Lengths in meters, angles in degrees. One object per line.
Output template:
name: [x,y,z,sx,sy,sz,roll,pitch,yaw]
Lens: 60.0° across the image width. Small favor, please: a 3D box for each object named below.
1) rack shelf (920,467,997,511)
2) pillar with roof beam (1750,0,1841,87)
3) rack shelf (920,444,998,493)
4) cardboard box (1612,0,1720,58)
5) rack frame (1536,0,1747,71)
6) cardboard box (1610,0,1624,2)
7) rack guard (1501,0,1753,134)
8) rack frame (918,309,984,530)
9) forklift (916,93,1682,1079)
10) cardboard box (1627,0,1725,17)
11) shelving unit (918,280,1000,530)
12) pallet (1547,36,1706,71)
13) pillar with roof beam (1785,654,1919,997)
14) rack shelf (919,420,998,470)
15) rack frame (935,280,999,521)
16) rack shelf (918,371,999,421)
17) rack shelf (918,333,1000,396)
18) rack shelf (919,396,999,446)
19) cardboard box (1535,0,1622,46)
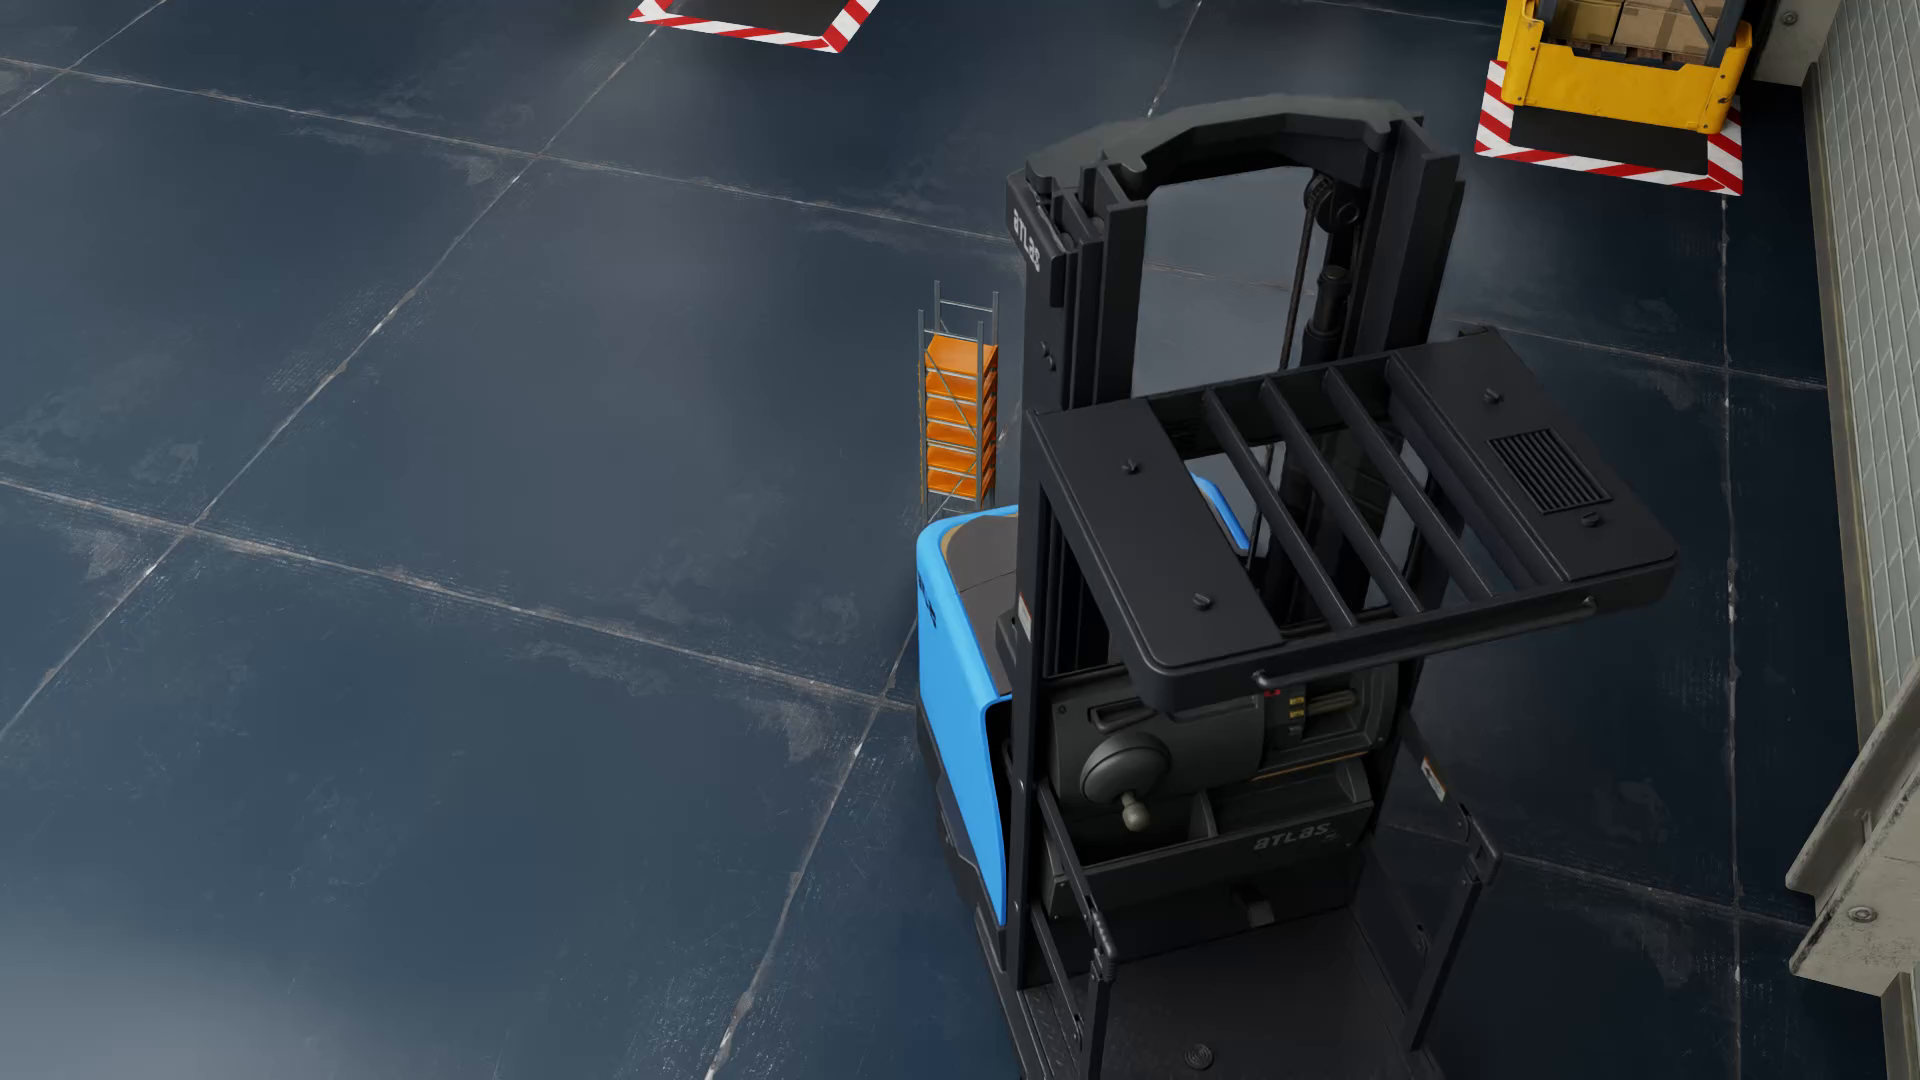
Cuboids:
rack shelf: [-0.004,-0.216,6.519,0.258,0.103,0.180,13,46,12]
pillar with roof beam: [0.581,-6.837,7.303,9.100,9.000,0.400,13,46,13]
rack shelf: [-0.004,-0.302,6.436,0.258,0.103,0.180,13,46,12]
cardboard box: [3.949,-2.961,9.297,0.500,0.250,0.500,13,46,13]
rack frame: [3.614,-3.508,8.190,1.000,3.000,0.127,13,46,13]
cardboard box: [3.464,-3.245,9.230,0.500,0.250,0.500,12,46,12]
rack guard: [3.607,-2.599,9.048,1.175,0.500,0.348,13,46,13]
rack frame: [-0.032,-0.358,6.258,0.240,1.200,0.006,13,46,12]
forklift: [0.740,0.566,4.076,1.130,2.935,3.031,-11,45,-11]
cardboard box: [3.955,-3.124,9.106,0.500,0.250,0.500,13,46,13]
shelving unit: [-0.004,-0.419,6.320,0.258,1.200,0.189,13,46,12]
pallet: [3.806,-3.030,9.696,1.003,0.211,1.213,13,46,13]
pillar with roof beam: [-1.236,-2.838,3.216,9.100,9.000,0.400,13,46,13]
rack shelf: [-0.004,-0.387,6.352,0.258,0.103,0.180,13,46,12]
rack frame: [0.023,-0.480,6.383,0.240,1.200,0.006,13,46,12]
rack shelf: [-0.004,-0.559,6.184,0.258,0.103,0.180,13,46,12]
rack shelf: [-0.004,-0.645,6.100,0.258,0.103,0.180,13,46,12]
rack shelf: [-0.004,-0.473,6.268,0.258,0.103,0.180,13,46,12]
cardboard box: [3.456,-3.056,9.394,0.500,0.250,0.500,13,46,13]
